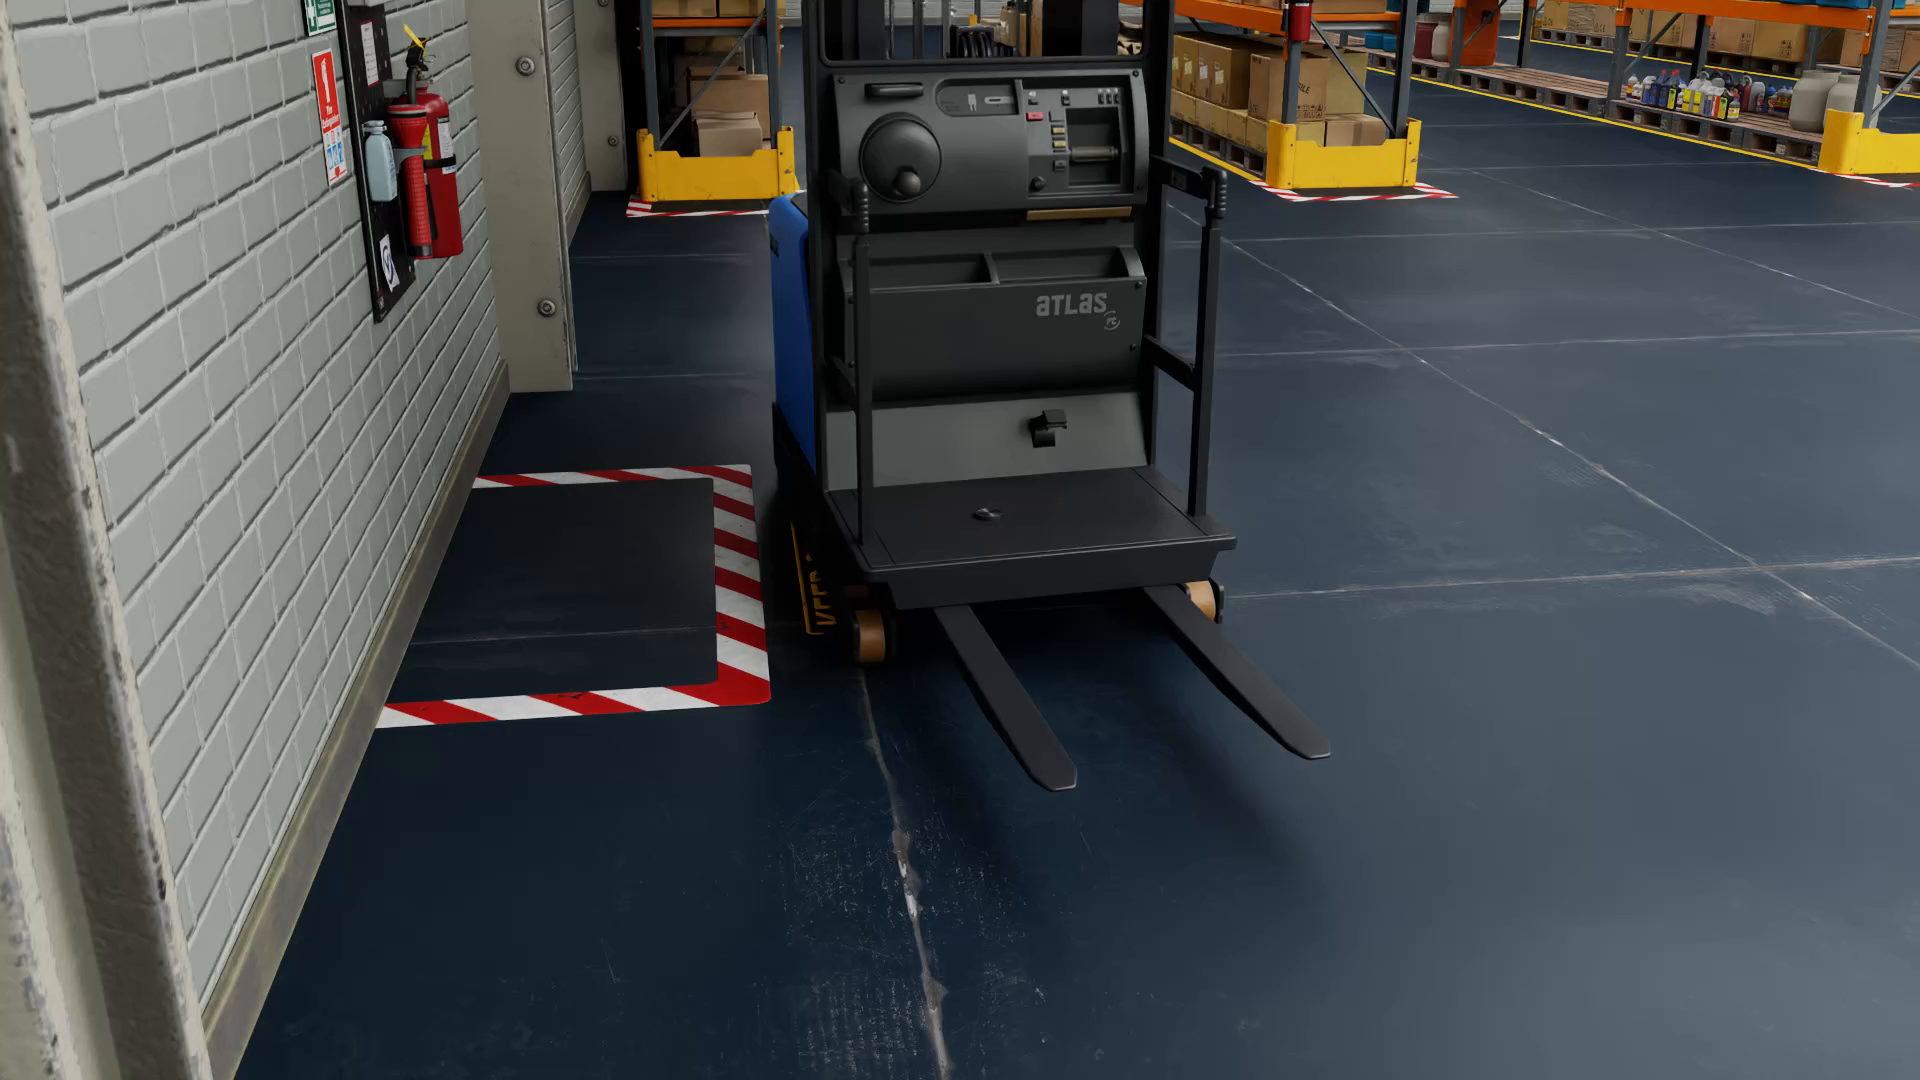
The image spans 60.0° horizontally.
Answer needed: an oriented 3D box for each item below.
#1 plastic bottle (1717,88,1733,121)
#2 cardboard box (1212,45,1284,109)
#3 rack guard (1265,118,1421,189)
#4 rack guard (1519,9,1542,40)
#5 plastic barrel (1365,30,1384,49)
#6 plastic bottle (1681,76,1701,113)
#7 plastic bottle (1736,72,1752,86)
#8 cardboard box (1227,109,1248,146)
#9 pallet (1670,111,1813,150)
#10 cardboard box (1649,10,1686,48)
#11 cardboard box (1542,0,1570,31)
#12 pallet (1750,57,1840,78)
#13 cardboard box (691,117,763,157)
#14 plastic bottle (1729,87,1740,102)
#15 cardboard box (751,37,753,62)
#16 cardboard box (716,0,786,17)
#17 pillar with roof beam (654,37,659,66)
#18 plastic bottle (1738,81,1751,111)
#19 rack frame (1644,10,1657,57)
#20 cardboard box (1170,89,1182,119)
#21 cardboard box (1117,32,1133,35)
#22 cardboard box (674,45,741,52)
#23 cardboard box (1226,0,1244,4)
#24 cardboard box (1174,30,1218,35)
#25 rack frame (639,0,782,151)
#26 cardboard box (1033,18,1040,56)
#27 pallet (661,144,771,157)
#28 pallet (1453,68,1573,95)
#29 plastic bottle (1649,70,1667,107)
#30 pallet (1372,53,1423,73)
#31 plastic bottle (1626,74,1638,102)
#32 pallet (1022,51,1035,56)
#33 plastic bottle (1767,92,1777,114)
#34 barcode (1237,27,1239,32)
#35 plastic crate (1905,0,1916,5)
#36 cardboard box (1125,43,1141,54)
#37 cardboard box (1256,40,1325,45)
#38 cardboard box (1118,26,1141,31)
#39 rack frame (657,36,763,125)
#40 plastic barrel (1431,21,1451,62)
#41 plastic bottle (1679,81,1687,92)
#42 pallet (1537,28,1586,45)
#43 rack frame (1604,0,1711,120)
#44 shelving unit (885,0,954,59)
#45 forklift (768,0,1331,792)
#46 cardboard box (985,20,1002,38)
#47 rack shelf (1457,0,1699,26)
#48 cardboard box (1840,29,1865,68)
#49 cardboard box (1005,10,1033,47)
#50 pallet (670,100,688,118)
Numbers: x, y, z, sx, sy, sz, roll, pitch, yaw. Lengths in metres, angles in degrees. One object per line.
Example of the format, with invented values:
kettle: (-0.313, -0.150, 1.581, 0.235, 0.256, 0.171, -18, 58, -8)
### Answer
plastic bottle: (7.222, -4.109, 15.684, 0.061, 0.283, 0.133, -2, 21, -6)
cardboard box: (2.523, -4.050, 14.530, 0.500, 0.500, 0.500, -3, 21, -8)
rack guard: (3.057, -3.094, 13.287, 1.175, 0.500, 0.348, -3, 21, -8)
rack guard: (10.547, -9.149, 29.498, 1.175, 0.500, 0.348, -3, 21, -8)
plastic barrel: (6.287, -7.702, 24.448, 0.600, 0.901, 0.708, -3, 21, -8)
plastic bottle: (7.173, -4.359, 16.258, 0.144, 0.351, 0.185, -3, 21, -8)
plastic bottle: (7.831, -4.486, 16.596, 0.144, 0.351, 0.185, -3, 21, -8)
cardboard box: (2.600, -3.526, 14.198, 0.500, 0.250, 0.500, -3, 21, -8)
pallet: (7.614, -3.943, 15.971, 1.003, 0.211, 1.213, -3, 21, -8)
cardboard box: (11.239, -7.908, 25.038, 1.225, 0.875, 0.875, -3, 21, -8)
cardboard box: (10.722, -9.296, 28.754, 0.875, 0.875, 0.875, -3, 21, -8)
pallet: (11.665, -6.512, 22.851, 1.003, 0.211, 1.213, -3, 21, -8)
cardboard box: (-1.859, -3.213, 13.246, 0.500, 0.311, 0.500, -5, 21, -14)
plastic bottle: (7.353, -4.164, 15.831, 0.061, 0.283, 0.133, -3, 21, -8)
cardboard box: (-2.977, -6.243, 20.617, 0.750, 0.750, 0.750, -3, 21, -8)
cardboard box: (-1.604, -4.147, 12.717, 0.500, 0.250, 0.500, -4, 21, -9)
pillar with roof beam: (-0.275, -11.404, 23.387, 9.100, 9.000, 0.400, -3, 21, -8)
plastic bottle: (7.746, -4.392, 16.442, 0.061, 0.283, 0.133, -3, 21, -8)
rack frame: (11.127, -8.927, 25.330, 1.000, 3.000, 0.127, -3, 21, -8)
cardboard box: (2.311, -4.218, 16.052, 0.500, 0.250, 0.500, -3, 21, -8)
cardboard box: (1.769, -5.837, 19.586, 0.500, 0.311, 0.500, -3, 21, -9)
cardboard box: (-2.705, -5.052, 17.898, 0.700, 0.500, 0.500, -3, 21, -7)
cardboard box: (2.773, -5.019, 14.723, 0.700, 0.500, 0.500, -2, 21, -6)
cardboard box: (2.234, -4.742, 16.384, 0.500, 0.500, 0.500, -3, 21, -8)
rack frame: (-1.848, -4.023, 12.199, 1.000, 3.000, 0.127, -3, 21, -8)
cardboard box: (1.305, -6.926, 22.917, 0.500, 0.500, 0.500, -3, 21, -7)
pallet: (-1.941, -3.026, 13.515, 1.003, 0.211, 1.213, -3, 21, -8)
pallet: (6.876, -5.716, 20.718, 1.003, 0.211, 1.213, -3, 21, -8)
plastic bottle: (7.085, -4.572, 16.827, 0.144, 0.351, 0.185, -2, 21, -6)
pallet: (6.475, -6.678, 23.295, 1.003, 0.211, 1.213, -3, 21, -8)
plastic bottle: (6.991, -4.703, 17.291, 0.097, 0.271, 0.097, 0, 20, 0)
pallet: (1.478, -6.842, 23.735, 1.003, 0.211, 1.213, -3, 21, -8)
plastic bottle: (7.925, -4.249, 16.175, 0.097, 0.201, 0.097, 0, 20, 0)
barcode: (2.852, -5.253, 17.065, 0.001, 0.075, 0.075, -3, 21, -8)
plastic crate: (8.145, -4.725, 14.456, 0.298, 0.136, 0.250, -3, 21, -8)
cardboard box: (2.054, -5.136, 17.707, 0.500, 0.311, 0.500, -2, 21, -6)
cardboard box: (2.983, -4.250, 15.066, 0.500, 0.500, 0.500, -3, 21, -8)
cardboard box: (2.118, -6.251, 21.109, 0.500, 0.500, 0.500, -2, 21, -5)
rack frame: (-2.424, -5.407, 15.907, 1.000, 3.000, 0.127, -3, 21, -8)
plastic barrel: (6.545, -6.683, 22.277, 0.421, 0.512, 0.421, 0, 20, 0)
plastic bottle: (7.170, -4.420, 16.535, 0.097, 0.271, 0.097, 0, 20, 0)
pallet: (10.743, -8.733, 28.795, 1.003, 0.211, 1.213, -3, 21, -8)
rack frame: (7.379, -5.907, 17.245, 1.000, 3.000, 0.127, -3, 21, -8)
shelving unit: (-0.287, -1.379, 6.402, 0.431, 2.100, 0.503, -5, 21, -13)
forklift: (0.152, -1.161, 4.637, 1.130, 2.935, 3.031, -5, 21, -13)
cardboard box: (0.689, -8.183, 26.638, 0.500, 0.250, 0.500, -3, 21, -8)
rack shelf: (7.091, -6.263, 19.225, 1.077, 0.370, 4.000, -3, 21, -8)
cardboard box: (11.820, -6.346, 21.364, 0.700, 0.500, 0.500, -4, 21, -11)
cardboard box: (0.961, -7.647, 24.846, 0.500, 0.500, 0.500, -3, 21, -8)
pallet: (-2.538, -4.371, 17.117, 1.003, 0.211, 1.213, -3, 21, -8)
